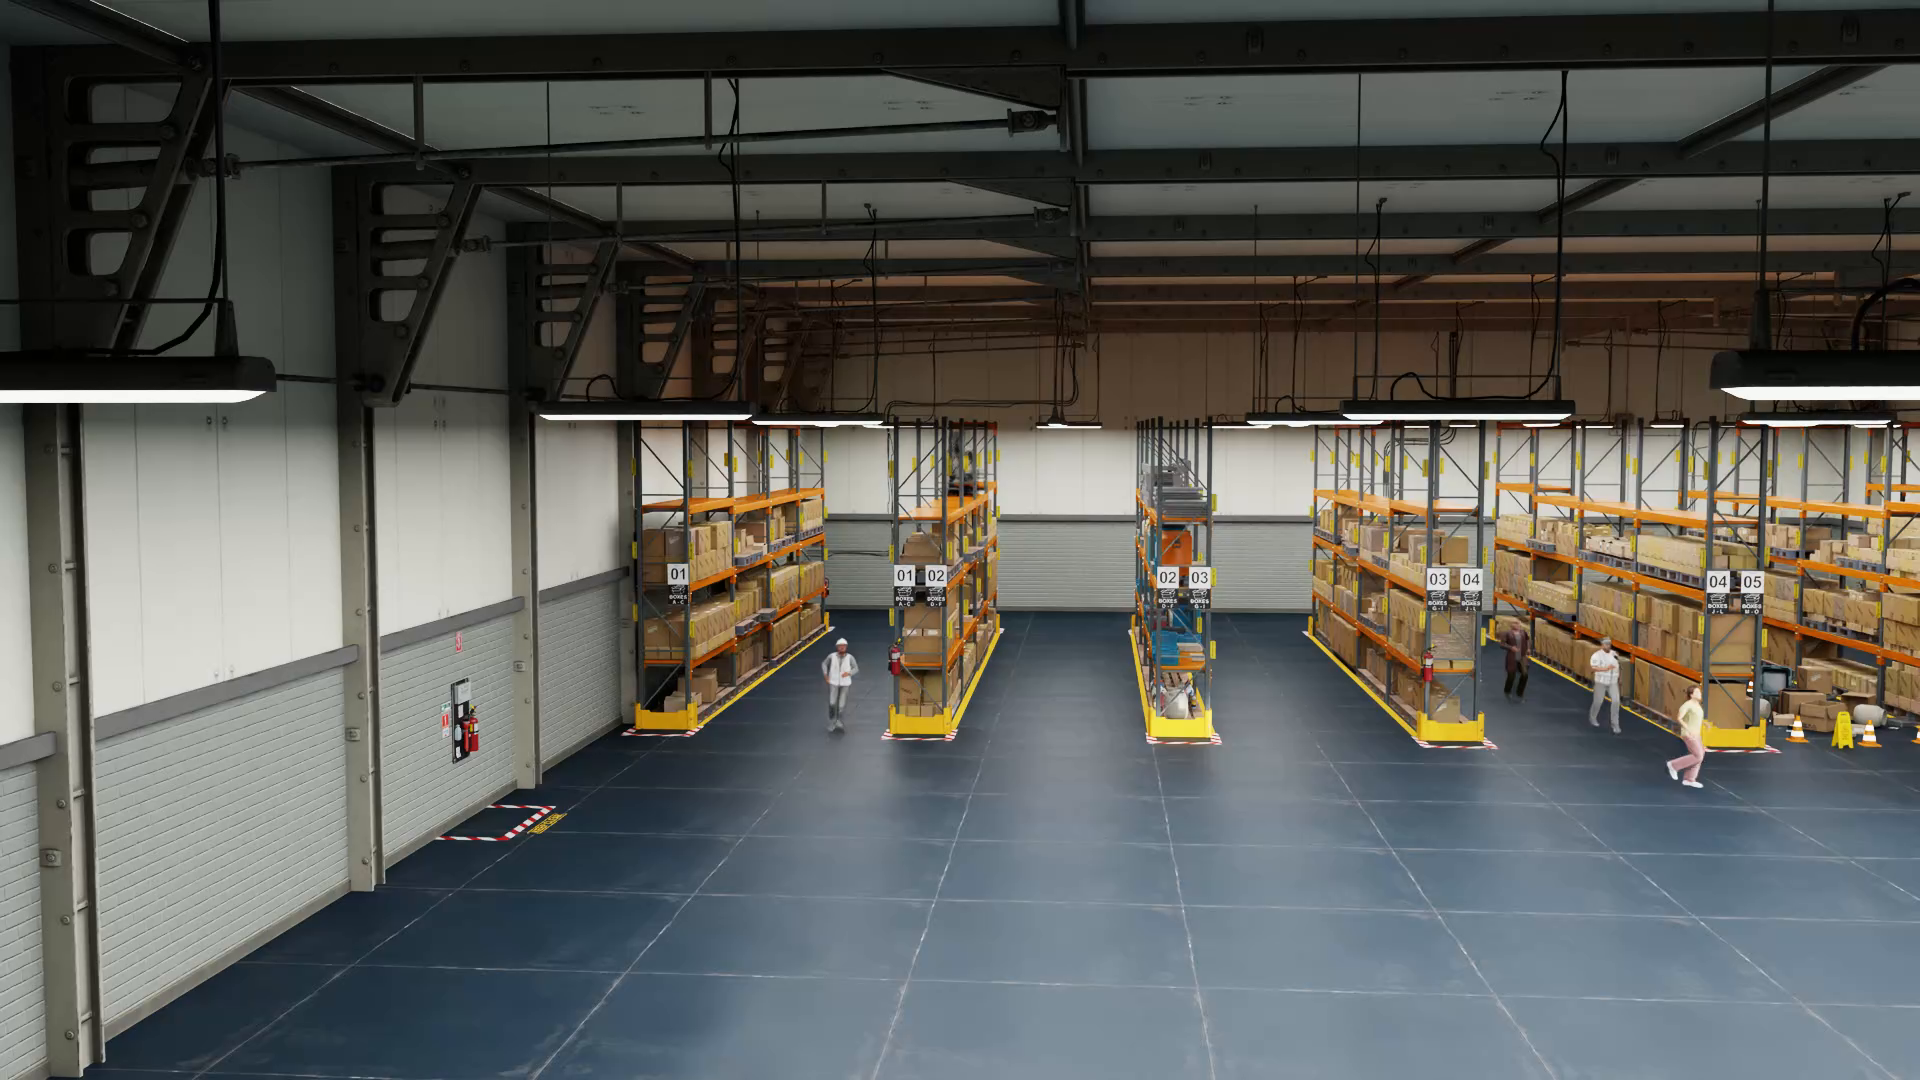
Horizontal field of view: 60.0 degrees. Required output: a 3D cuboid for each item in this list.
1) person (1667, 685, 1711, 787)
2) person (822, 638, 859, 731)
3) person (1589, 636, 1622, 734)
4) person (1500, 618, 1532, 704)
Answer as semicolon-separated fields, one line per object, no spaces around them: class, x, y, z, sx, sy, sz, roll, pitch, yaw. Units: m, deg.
person;11.807;3.161;26.899;0.585;1.632;0.574;3;5;42
person;-2.294;2.790;31.913;0.702;1.814;0.603;0;4;-5
person;12.370;2.751;31.859;0.642;1.835;0.845;0;4;-4
person;11.791;2.562;35.259;0.722;1.813;0.821;0;4;1
